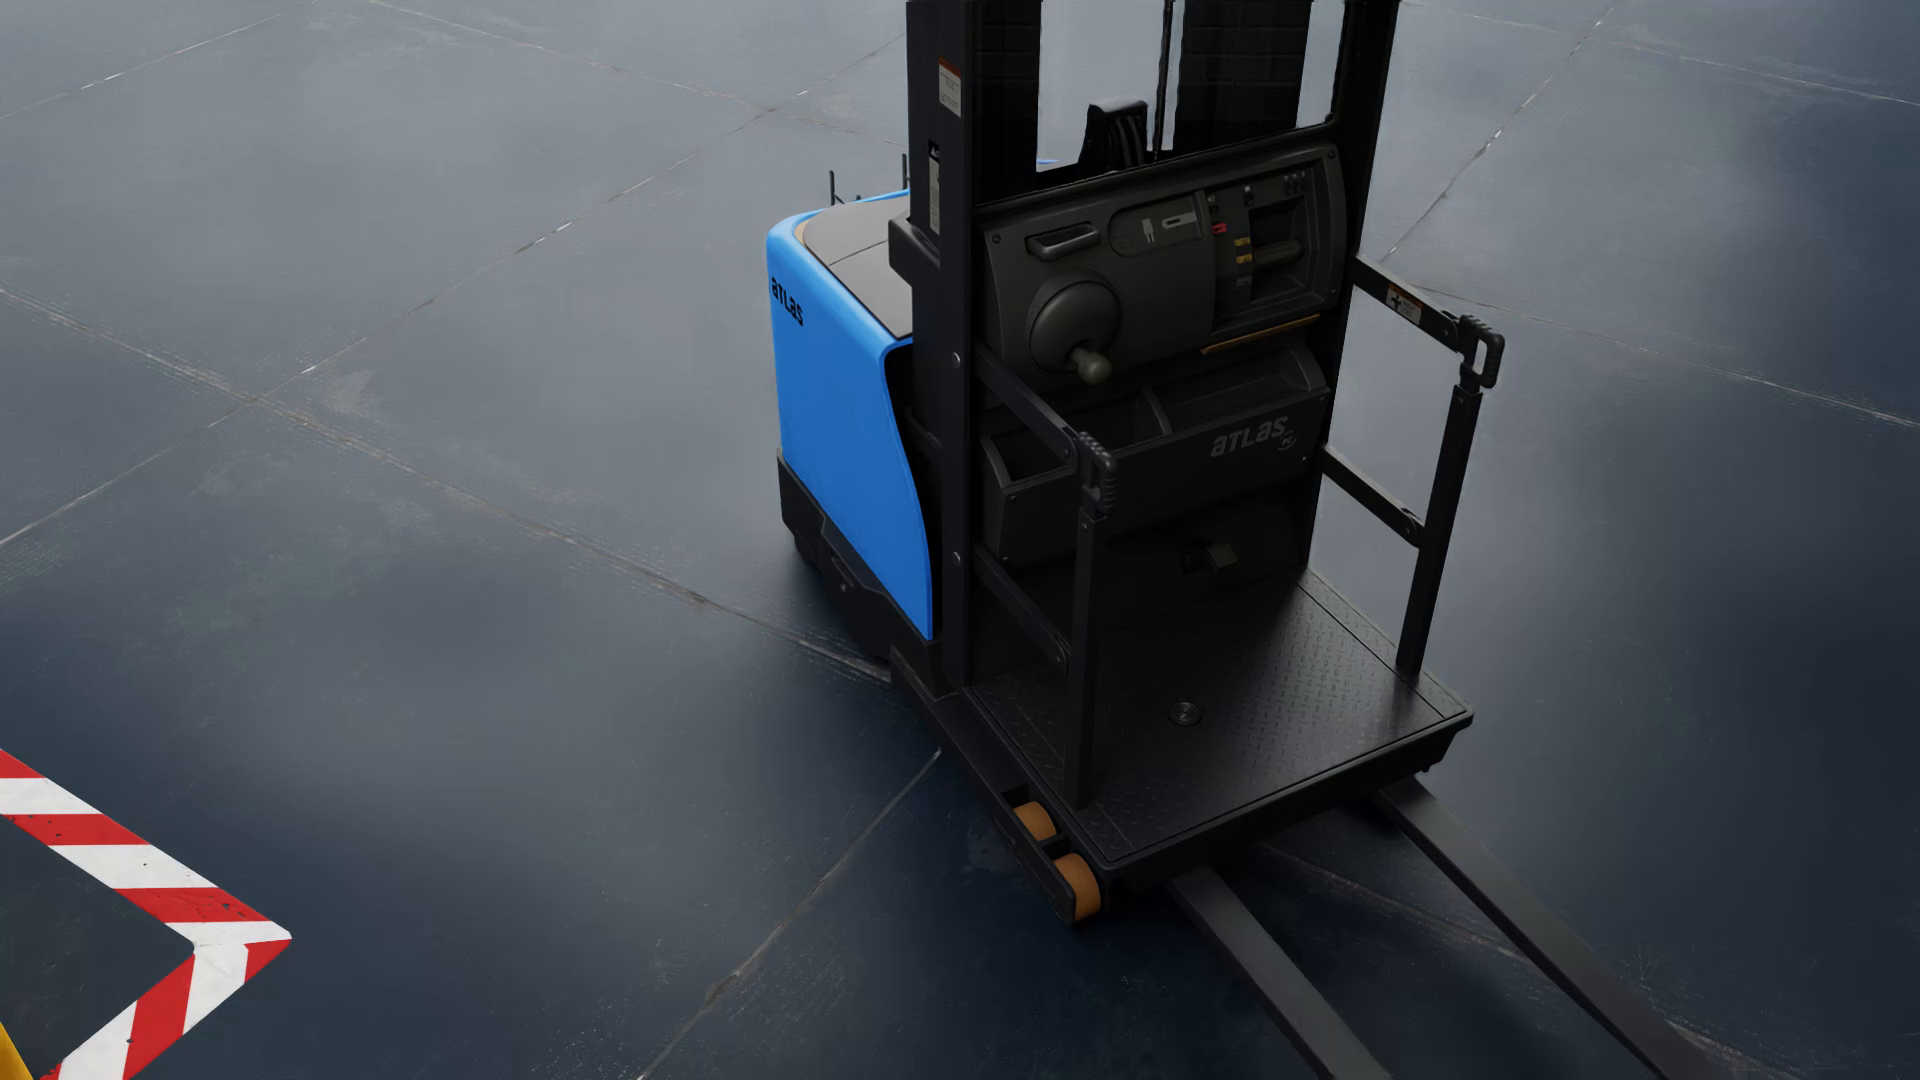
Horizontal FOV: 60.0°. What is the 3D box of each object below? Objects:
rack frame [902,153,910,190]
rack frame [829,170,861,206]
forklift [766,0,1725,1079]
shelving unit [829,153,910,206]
[{"bbox_3d":[-0.125,-0.708,5.309,0.008,1.050,0.200,-19,41,-23],"label":"rack frame"},{"bbox_3d":[-0.339,-0.636,5.215,0.008,1.050,0.200,-19,41,-23],"label":"rack frame"},{"bbox_3d":[0.579,-0.550,3.563,1.130,2.935,3.031,-18,41,-22],"label":"forklift"},{"bbox_3d":[-0.232,-0.672,5.262,0.252,1.050,0.215,-19,41,-23],"label":"shelving unit"}]
